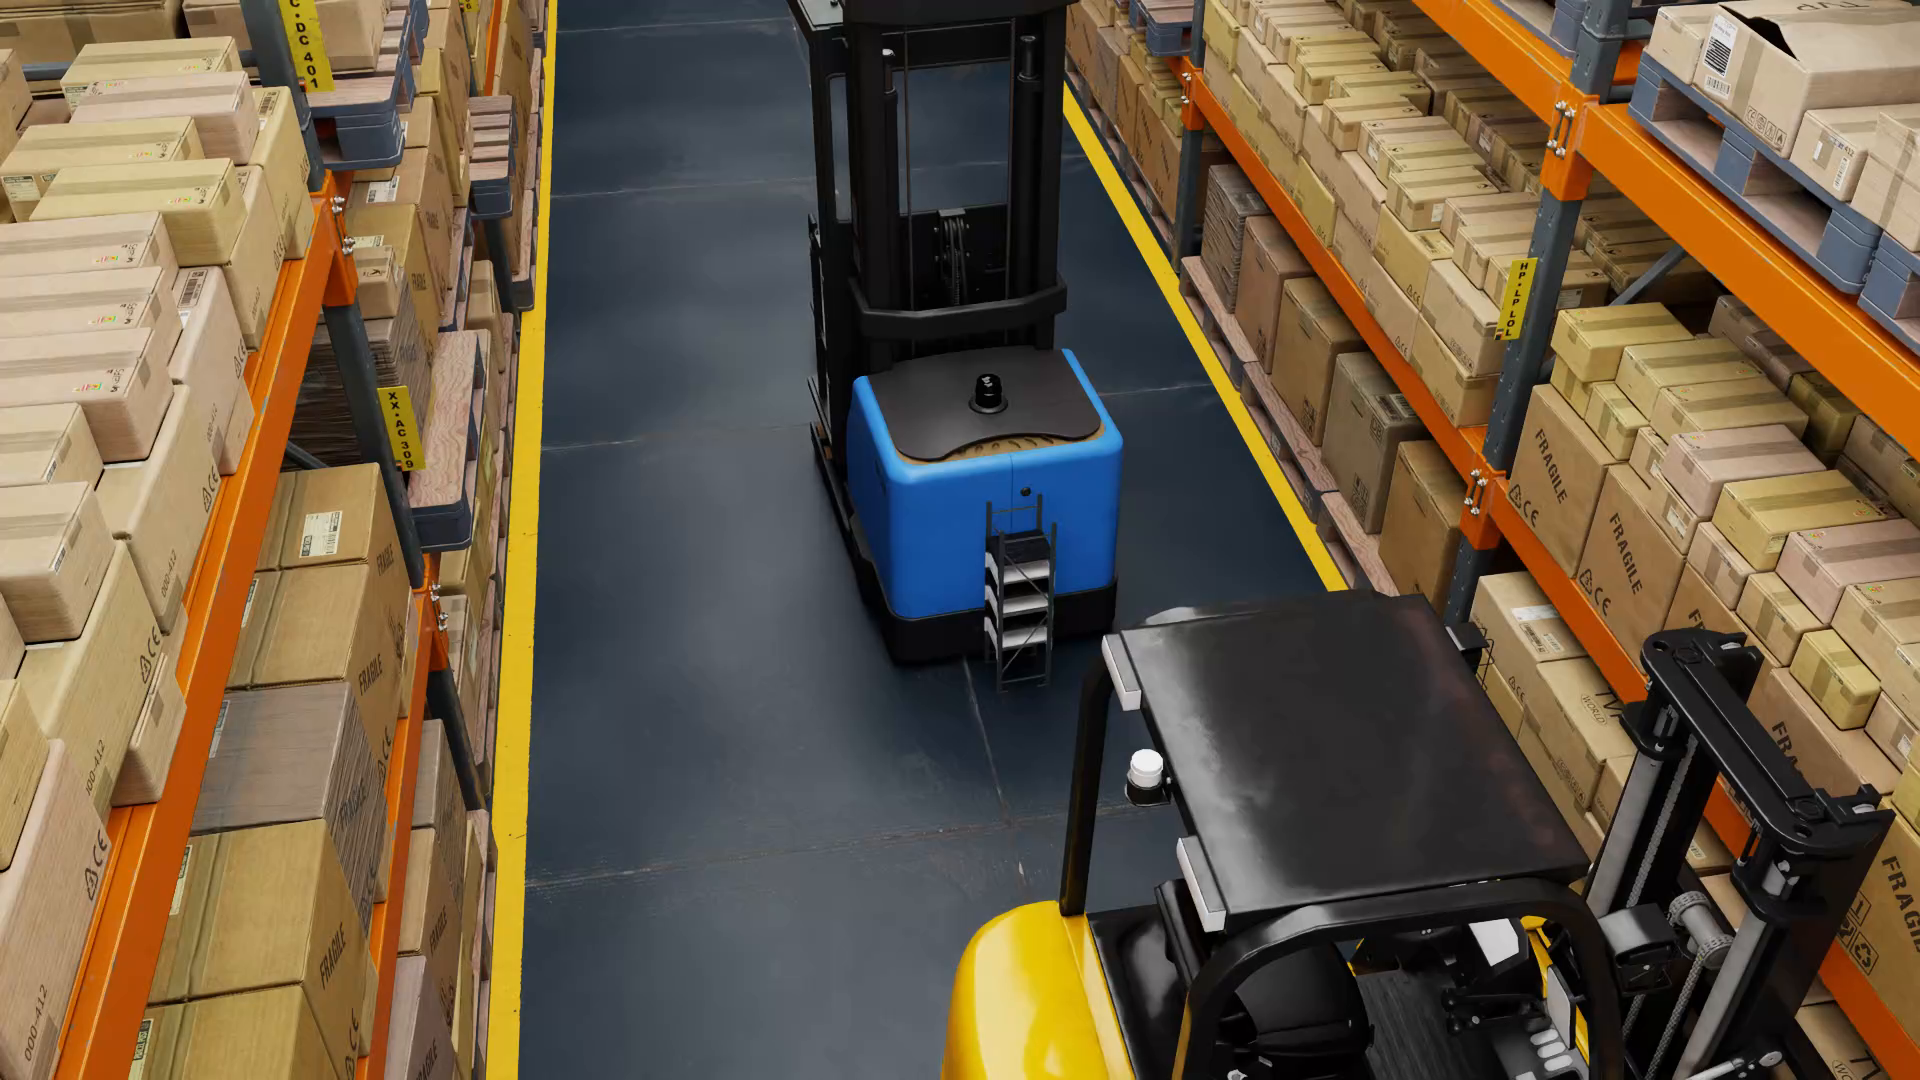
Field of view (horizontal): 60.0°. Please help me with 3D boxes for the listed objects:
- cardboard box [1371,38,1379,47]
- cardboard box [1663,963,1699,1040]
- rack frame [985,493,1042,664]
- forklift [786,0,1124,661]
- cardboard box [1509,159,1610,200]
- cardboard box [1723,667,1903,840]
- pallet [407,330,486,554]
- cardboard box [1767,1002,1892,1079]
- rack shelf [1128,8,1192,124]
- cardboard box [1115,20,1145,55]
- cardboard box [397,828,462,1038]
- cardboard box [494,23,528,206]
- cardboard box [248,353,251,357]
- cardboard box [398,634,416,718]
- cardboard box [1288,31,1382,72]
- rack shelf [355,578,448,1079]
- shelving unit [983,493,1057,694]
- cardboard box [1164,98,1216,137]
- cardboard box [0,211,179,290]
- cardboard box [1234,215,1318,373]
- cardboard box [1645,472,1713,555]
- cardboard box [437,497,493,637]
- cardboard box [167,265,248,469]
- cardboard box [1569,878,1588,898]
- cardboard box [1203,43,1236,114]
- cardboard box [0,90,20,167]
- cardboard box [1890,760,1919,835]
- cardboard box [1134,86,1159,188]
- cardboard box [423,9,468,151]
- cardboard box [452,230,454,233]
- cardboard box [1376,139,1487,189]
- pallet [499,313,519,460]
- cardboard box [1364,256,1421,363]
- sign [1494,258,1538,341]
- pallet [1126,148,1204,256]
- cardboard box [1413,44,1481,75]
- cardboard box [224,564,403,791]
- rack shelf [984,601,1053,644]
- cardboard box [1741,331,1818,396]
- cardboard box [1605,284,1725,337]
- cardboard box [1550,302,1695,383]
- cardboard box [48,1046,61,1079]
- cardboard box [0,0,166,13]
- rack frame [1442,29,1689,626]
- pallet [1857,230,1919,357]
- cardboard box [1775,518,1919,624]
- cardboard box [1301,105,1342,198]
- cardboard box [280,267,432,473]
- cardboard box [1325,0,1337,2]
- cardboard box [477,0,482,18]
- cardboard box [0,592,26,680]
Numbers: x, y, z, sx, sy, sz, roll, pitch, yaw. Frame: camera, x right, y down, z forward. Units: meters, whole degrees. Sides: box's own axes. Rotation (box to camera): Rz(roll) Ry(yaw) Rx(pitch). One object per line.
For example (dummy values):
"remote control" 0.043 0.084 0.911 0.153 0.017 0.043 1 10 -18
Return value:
"cardboard box" 2.259 -2.498 8.636 0.500 0.250 0.500 -6 38 -8
"cardboard box" 2.552 1.468 5.307 0.500 0.250 0.500 -6 38 -8
"rack frame" 0.227 0.180 7.185 0.240 0.900 0.006 -9 39 -11
"forklift" -0.155 -1.530 7.730 1.130 2.935 3.031 -9 39 -11
"cardboard box" 2.562 -1.496 7.020 0.380 0.149 0.250 -7 38 -8
"cardboard box" 2.602 0.687 4.739 0.500 0.500 0.500 -6 38 -8
"pallet" -2.361 -0.360 6.324 1.003 0.211 1.213 -6 38 -8
"cardboard box" 2.636 1.591 4.741 0.500 0.250 0.500 -6 38 -7
"rack shelf" 1.464 -3.834 11.227 1.077 0.370 4.000 -6 38 -8
"cardboard box" 1.274 -3.420 11.274 0.380 0.149 0.250 -8 39 -10
"cardboard box" -1.911 1.301 5.318 0.500 0.500 0.500 -6 38 -7
"cardboard box" -3.263 -2.666 10.527 0.875 0.875 0.875 -6 38 -7
"cardboard box" -1.988 -0.572 4.201 0.380 0.149 0.250 -6 38 -7
"cardboard box" -1.963 0.452 5.328 0.380 0.149 0.250 -5 38 -7
"cardboard box" 1.831 -2.363 8.137 0.380 0.149 0.250 -6 38 -7
"rack shelf" -2.019 1.534 4.317 1.077 0.370 4.000 -6 38 -8
"shelving unit" 0.252 0.240 7.107 0.258 0.900 0.210 -9 39 -11
"cardboard box" 1.479 -2.616 10.239 0.380 0.149 0.250 -8 39 -10
"cardboard box" -1.902 -0.563 3.539 0.380 0.149 0.250 -7 38 -9
"cardboard box" 2.033 -1.366 9.057 0.875 0.625 0.625 -5 38 -6
"cardboard box" 2.403 -0.102 5.225 0.380 0.149 0.250 -5 38 -7
"cardboard box" -2.594 0.163 7.294 0.950 0.372 0.625 -4 38 -5
"cardboard box" -1.863 -0.349 3.589 0.500 0.250 0.500 -7 38 -9
"cardboard box" 2.485 1.367 5.844 0.500 0.250 0.500 -6 38 -7
"cardboard box" 1.652 -2.557 9.118 0.500 0.250 0.500 -6 38 -8
"cardboard box" -2.562 -0.979 4.075 0.380 0.149 0.250 -5 38 -7
"cardboard box" 2.632 0.675 4.226 0.380 0.149 0.250 -6 38 -8
"cardboard box" 1.452 -2.625 10.779 0.500 0.500 0.500 -7 38 -9
"cardboard box" -2.616 -2.141 7.795 0.500 0.500 0.500 -7 38 -9
"cardboard box" -2.432 -1.341 7.293 0.380 0.149 0.250 -7 38 -9
"cardboard box" 2.023 -1.589 7.141 0.380 0.149 0.250 -7 38 -9
"pallet" -2.936 -0.801 9.009 1.003 0.211 1.213 -6 38 -8
"cardboard box" 2.077 -1.014 7.133 0.500 0.250 0.500 -6 38 -8
"sign" 1.984 -0.856 5.928 0.100 0.325 0.005 -6 38 -8
"pallet" 1.721 -2.264 10.892 1.003 0.211 1.213 -6 38 -8
"cardboard box" 2.419 -2.274 8.021 0.380 0.149 0.250 -7 38 -9
"cardboard box" -1.950 0.437 4.819 0.500 0.500 0.500 -5 38 -6
"rack shelf" 0.252 0.338 7.183 0.258 0.077 0.200 -9 39 -11
"cardboard box" 2.873 -0.591 5.613 0.380 0.149 0.250 -7 38 -9
"cardboard box" 2.680 -0.967 6.664 0.500 0.250 0.500 -7 38 -9
"cardboard box" 2.280 -0.683 5.731 0.380 0.149 0.250 -5 38 -7
"cardboard box" -1.554 0.824 2.403 0.380 0.149 0.250 -5 38 -7
"cardboard box" -2.597 -1.783 4.928 0.500 0.250 0.500 -5 38 -7
"rack frame" 2.516 -0.494 6.341 1.000 3.000 0.127 -6 38 -8
"pallet" 2.902 -0.396 3.842 1.003 0.211 1.213 -6 38 -8
"cardboard box" 2.584 0.087 4.741 0.380 0.149 0.250 -6 38 -8
"cardboard box" 1.927 -1.828 7.772 0.500 0.250 0.500 -6 38 -7
"cardboard box" -2.170 -0.595 5.805 0.500 0.500 0.500 -5 38 -7
"cardboard box" 2.071 -3.031 8.997 0.380 0.149 0.250 -5 38 -6
"cardboard box" -3.006 -3.157 9.484 0.500 0.250 0.500 -5 38 -7
"cardboard box" -1.681 0.214 2.539 0.380 0.149 0.250 -6 38 -8
